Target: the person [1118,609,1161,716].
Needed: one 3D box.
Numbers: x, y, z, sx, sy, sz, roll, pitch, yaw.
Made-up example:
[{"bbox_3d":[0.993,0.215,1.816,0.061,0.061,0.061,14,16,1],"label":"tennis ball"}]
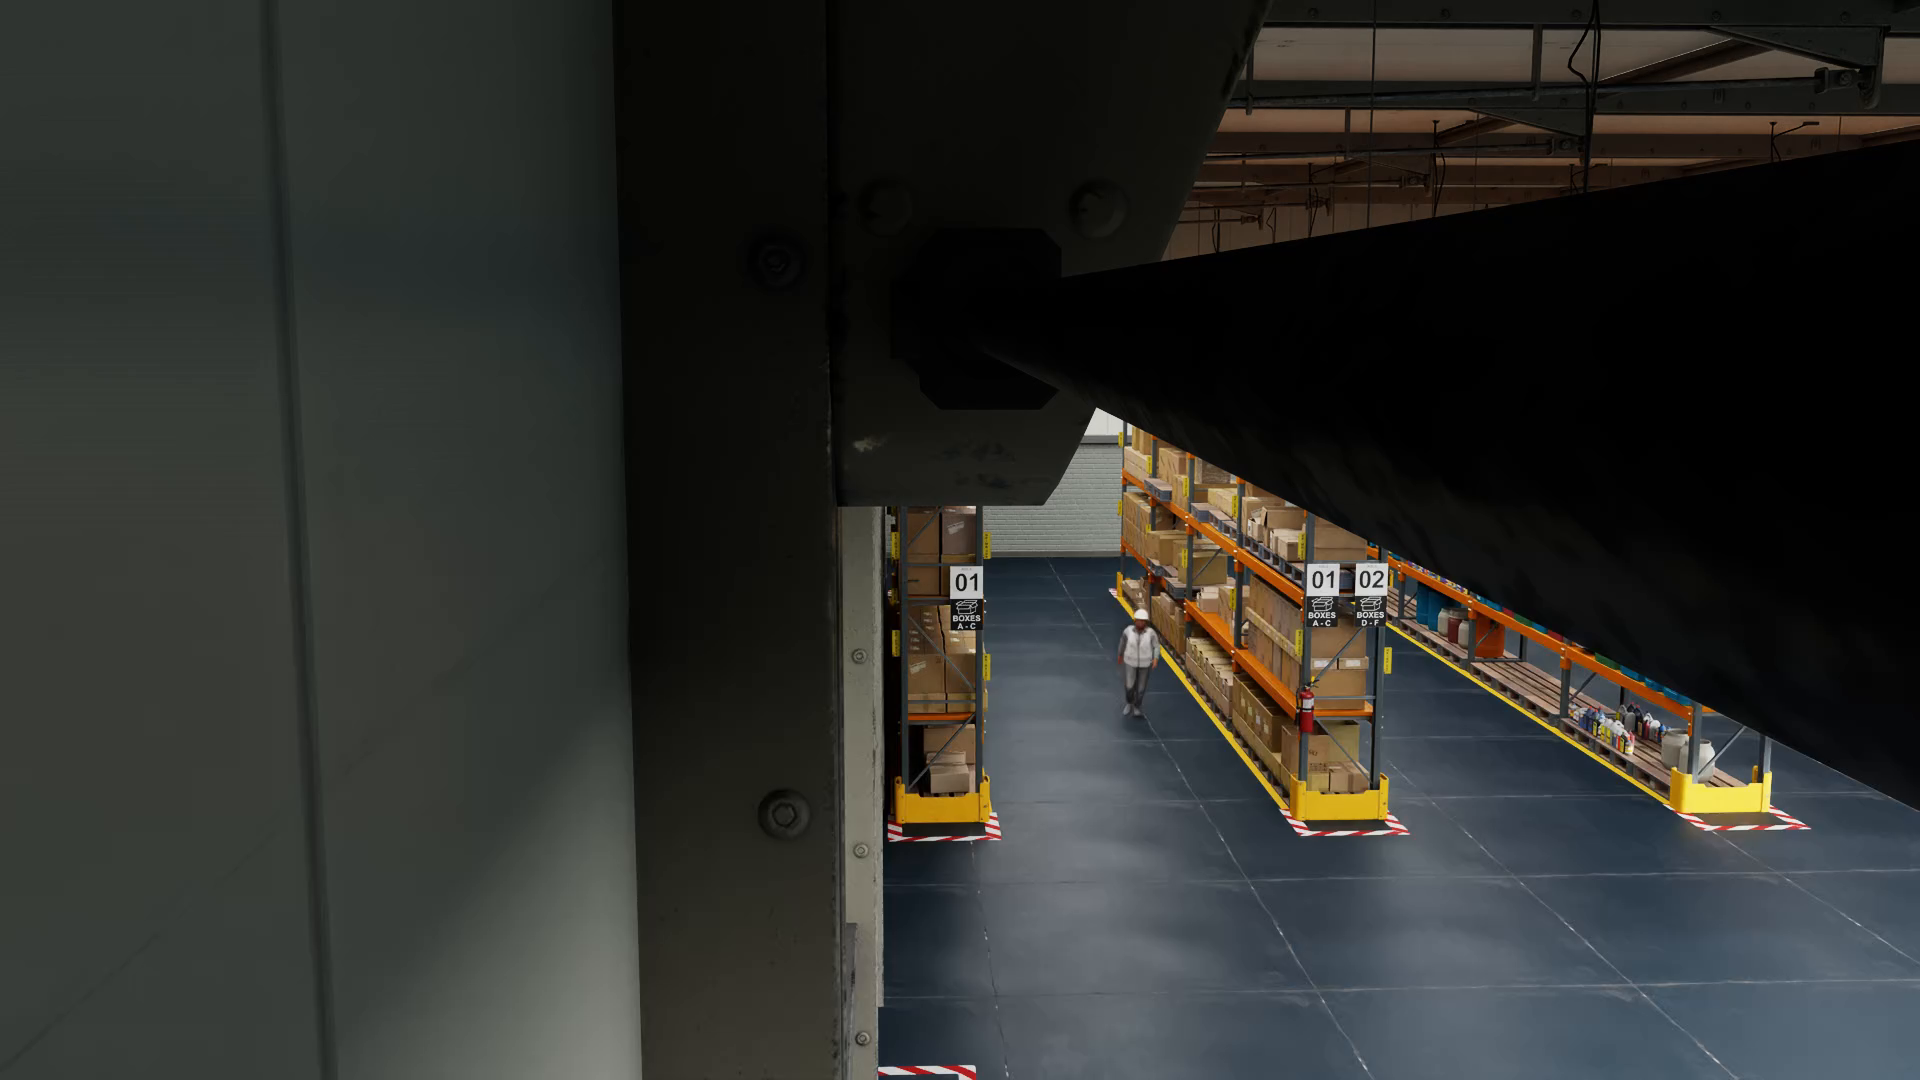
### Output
[{"bbox_3d":[2.750,1.897,25.464,0.640,1.725,0.800,0,8,2],"label":"person"}]
